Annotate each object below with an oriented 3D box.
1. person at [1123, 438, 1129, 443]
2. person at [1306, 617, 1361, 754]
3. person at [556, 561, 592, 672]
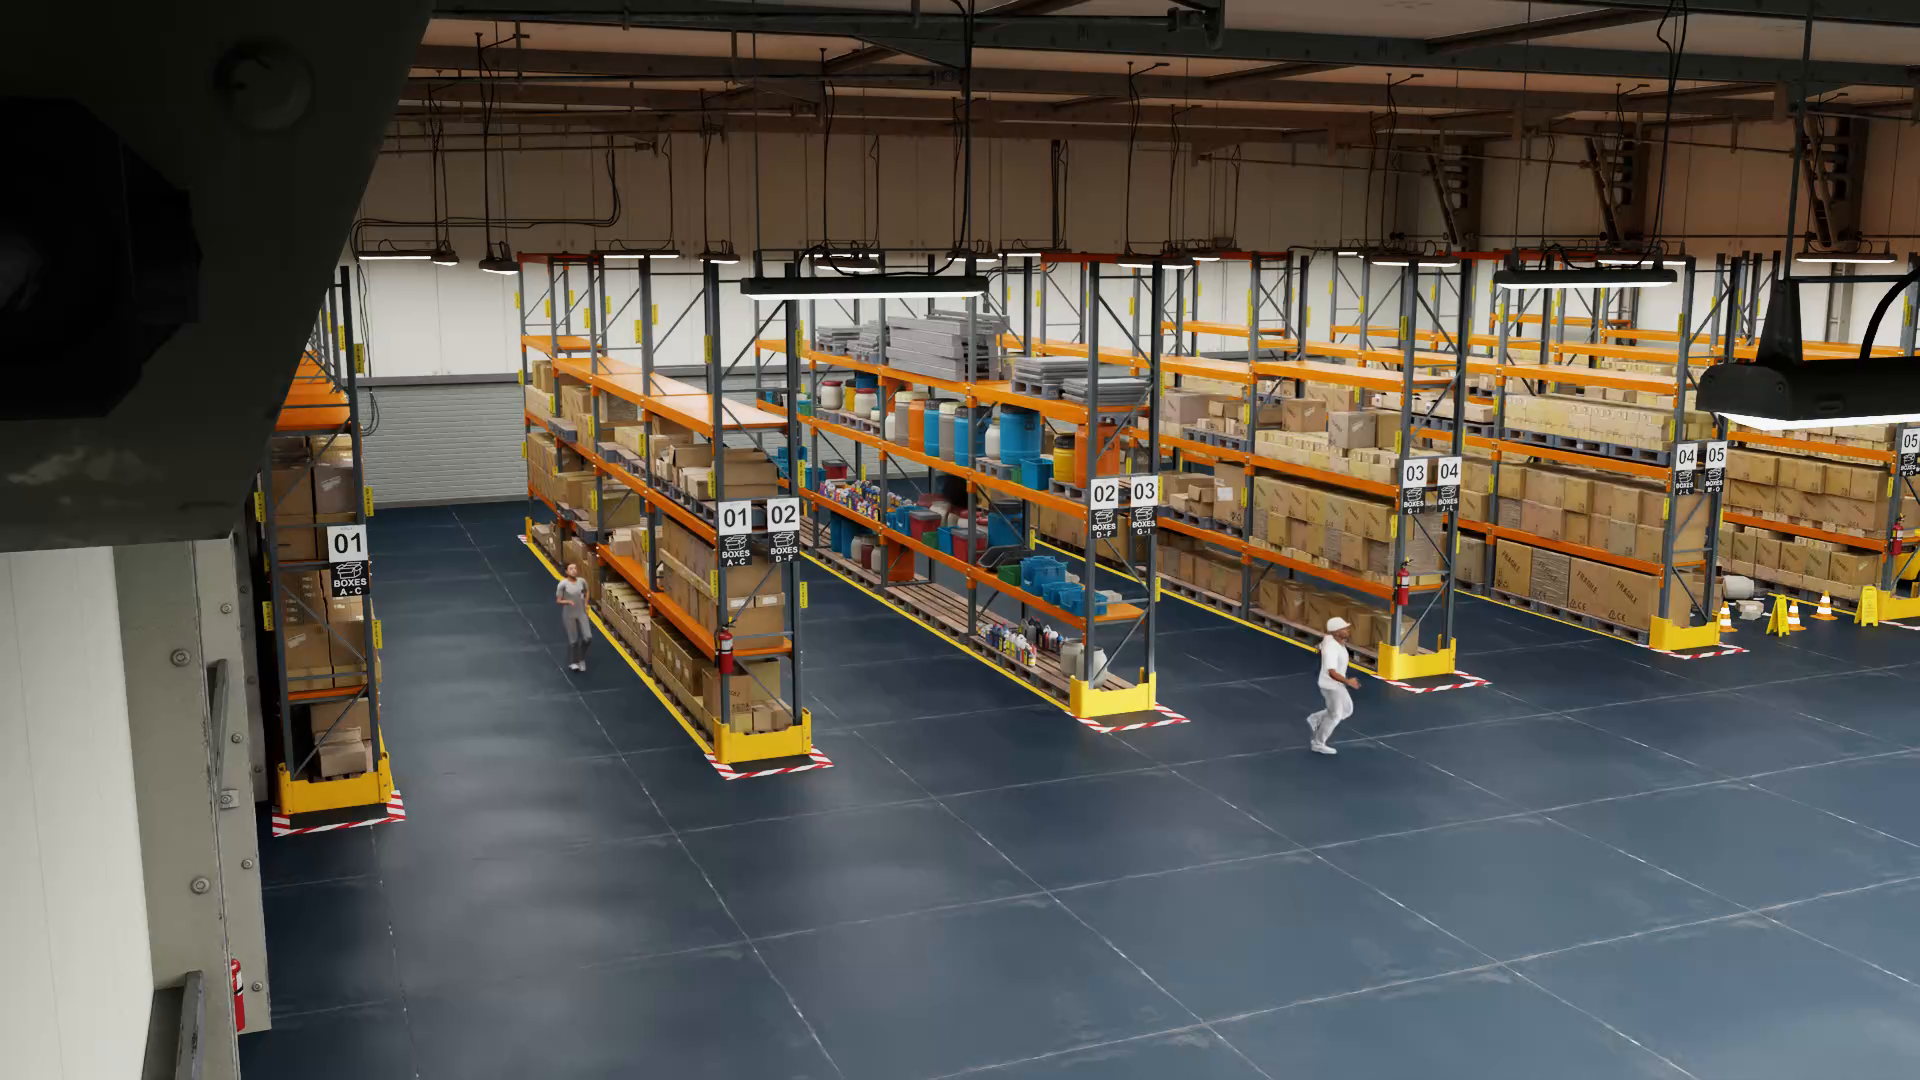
[{"bbox_3d":[3.875,-1.579,39.042,0.652,1.652,0.872,-2,11,-12],"label":"person"},{"bbox_3d":[4.623,1.785,20.540,0.647,1.723,0.732,3,11,14],"label":"person"},{"bbox_3d":[-5.601,1.127,24.274,0.548,1.656,0.616,-6,12,-29],"label":"person"}]
